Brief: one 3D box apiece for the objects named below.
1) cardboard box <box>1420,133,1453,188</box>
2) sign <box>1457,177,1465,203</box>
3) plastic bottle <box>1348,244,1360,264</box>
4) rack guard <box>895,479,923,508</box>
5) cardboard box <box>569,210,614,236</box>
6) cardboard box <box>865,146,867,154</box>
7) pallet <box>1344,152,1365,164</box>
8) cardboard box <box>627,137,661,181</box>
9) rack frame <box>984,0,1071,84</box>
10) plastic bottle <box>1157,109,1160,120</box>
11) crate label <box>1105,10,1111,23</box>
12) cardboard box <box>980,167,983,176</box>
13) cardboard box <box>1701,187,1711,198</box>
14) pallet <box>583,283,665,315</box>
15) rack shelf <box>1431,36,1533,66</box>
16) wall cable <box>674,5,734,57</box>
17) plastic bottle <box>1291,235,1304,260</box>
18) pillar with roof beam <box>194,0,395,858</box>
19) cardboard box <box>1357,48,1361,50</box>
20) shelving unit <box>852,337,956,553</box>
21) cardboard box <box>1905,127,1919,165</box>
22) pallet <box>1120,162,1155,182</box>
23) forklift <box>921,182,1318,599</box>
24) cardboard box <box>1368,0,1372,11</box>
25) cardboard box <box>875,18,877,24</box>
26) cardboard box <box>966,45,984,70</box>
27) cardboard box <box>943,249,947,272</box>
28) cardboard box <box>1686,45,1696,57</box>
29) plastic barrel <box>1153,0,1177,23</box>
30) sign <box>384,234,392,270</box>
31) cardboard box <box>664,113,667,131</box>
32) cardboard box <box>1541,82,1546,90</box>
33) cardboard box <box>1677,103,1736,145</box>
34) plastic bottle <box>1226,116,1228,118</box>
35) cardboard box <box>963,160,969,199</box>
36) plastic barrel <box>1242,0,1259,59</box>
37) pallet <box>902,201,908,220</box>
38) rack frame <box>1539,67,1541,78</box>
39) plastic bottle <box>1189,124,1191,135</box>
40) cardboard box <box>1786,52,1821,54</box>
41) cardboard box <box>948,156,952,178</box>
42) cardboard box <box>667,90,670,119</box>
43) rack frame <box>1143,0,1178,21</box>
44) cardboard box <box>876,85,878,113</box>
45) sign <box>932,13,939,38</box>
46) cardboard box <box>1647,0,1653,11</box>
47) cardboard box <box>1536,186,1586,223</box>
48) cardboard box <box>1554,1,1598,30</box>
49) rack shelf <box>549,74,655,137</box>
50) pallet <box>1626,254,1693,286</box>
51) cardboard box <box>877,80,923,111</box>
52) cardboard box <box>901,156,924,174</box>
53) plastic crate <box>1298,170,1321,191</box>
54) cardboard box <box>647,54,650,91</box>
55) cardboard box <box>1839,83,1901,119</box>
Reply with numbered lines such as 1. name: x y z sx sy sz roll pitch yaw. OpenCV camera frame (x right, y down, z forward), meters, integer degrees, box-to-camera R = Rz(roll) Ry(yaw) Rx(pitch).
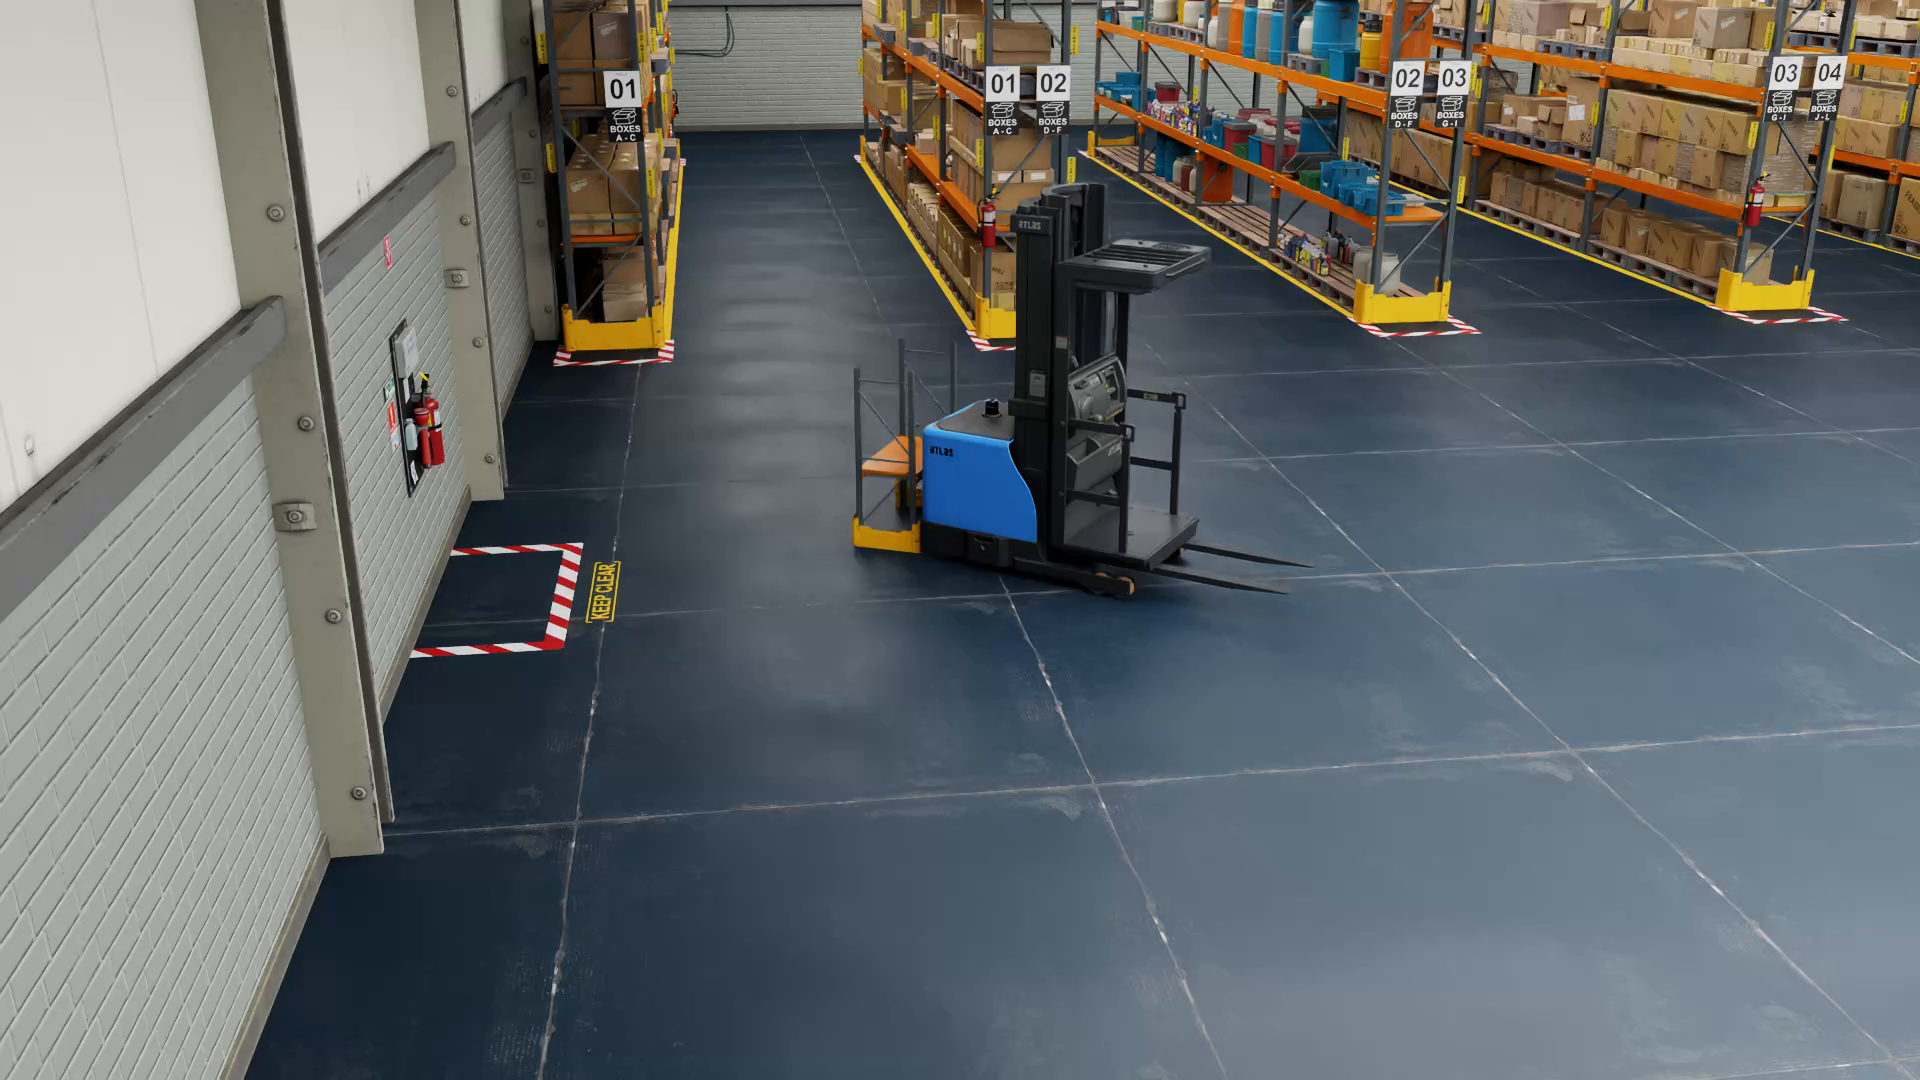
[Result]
1. cardboard box: 9.232 -6.973 30.534 1.225 0.875 0.875 -3 21 -8
2. sign: 6.229 -4.359 20.703 0.100 0.325 0.005 -3 21 -8
3. plastic bottle: 5.579 -4.075 23.602 0.152 0.276 0.135 -3 21 -7
4. rack guard: -0.274 -0.383 14.385 0.587 0.250 0.087 7 21 17
5. cardboard box: -4.379 -3.794 19.773 0.500 0.250 0.500 -3 21 -7
6. cardboard box: -1.769 -8.124 34.600 0.380 0.166 0.250 -3 21 -8
7. pallet: 8.644 -7.991 34.811 1.003 0.211 1.213 -3 21 -8
8. cardboard box: -4.245 -5.058 22.085 0.500 0.500 0.500 -3 21 -8
9. rack frame: 0.781 -6.764 18.966 1.000 3.000 0.127 -3 21 -8
10. plastic bottle: 3.700 -7.883 30.819 0.097 0.201 0.097 0 20 0
11. crate label: 3.190 -10.742 34.116 0.408 0.251 0.502 -3 21 -8
12. cardboard box: 0.462 -4.607 20.693 0.380 0.149 0.250 -3 21 -9
13. cardboard box: 10.196 -4.681 22.321 0.380 0.149 0.250 -3 21 -8
14. pallet: -4.386 -3.127 21.788 1.003 0.211 1.213 -3 21 -8
15. rack shelf: 9.143 -8.983 30.221 1.077 0.370 4.000 -3 21 -8
16. wall cable: -6.888 -12.575 38.960 3.097 2.526 0.112 -3 21 -8
17. plastic bottle: 4.840 -4.187 23.796 0.144 0.351 0.185 -4 21 -10
18. pillar with roof beam: 0.913 -2.774 8.283 9.100 9.000 0.400 -3 21 -8
19. cardboard box: 8.609 -10.257 35.609 0.500 0.500 0.500 -3 21 -7
20. shelving unit: -0.432 -0.804 13.724 0.587 1.500 1.083 7 21 17
21. cardboard box: 14.996 -5.996 25.268 0.875 0.550 0.550 -3 21 -8
22. pallet: 3.809 -7.304 32.970 1.003 0.211 1.213 -3 21 -8
23. forklift: 1.227 -1.139 12.578 3.031 2.935 1.130 11 23 27
24. cardboard box: 8.675 -10.945 33.561 0.700 0.500 0.500 -2 21 -5
25. cardboard box: -1.343 -9.772 31.521 0.500 0.250 0.500 -3 21 -8
26. cardboard box: 0.354 -5.937 20.451 0.500 0.250 0.500 -3 21 -8
27. cardboard box: 0.039 -3.898 23.196 0.500 0.250 0.500 -3 21 -8
28. cardboard box: 10.062 -6.603 22.464 0.380 0.149 0.250 -4 21 -11
29. plastic barrel: 3.782 -9.828 30.661 0.433 0.535 0.433 0 20 0
30. sign: -3.991 -2.045 11.591 0.001 0.298 0.199 -3 21 -8
31. cardboard box: -5.156 -7.031 27.658 0.500 0.500 0.500 -2 21 -6
32. cardboard box: 12.923 -9.961 36.458 0.380 0.149 0.250 -3 21 -8
33. cardboard box: 10.114 -5.631 22.509 0.500 0.500 0.500 -3 21 -8
34. plastic bottle: 4.671 -7.277 29.096 0.097 0.271 0.097 0 20 0
35. cardboard box: 0.426 -4.876 22.342 0.700 0.500 0.500 -3 21 -7
36. plastic barrel: 4.630 -7.846 25.431 0.600 0.901 0.708 -3 21 -8
37. pallet: -0.442 -5.678 28.617 1.003 0.211 1.213 -3 21 -8
38. rack frame: 13.201 -10.207 36.758 1.000 3.000 0.127 -3 21 -8
39. plastic bottle: 4.018 -7.119 28.773 0.097 0.201 0.097 0 20 0
40. cardboard box: 10.832 -6.176 21.322 0.380 0.149 0.250 -2 21 -7
41. cardboard box: 0.091 -5.437 24.201 0.500 0.250 0.500 -2 21 -4
42. cardboard box: -5.912 -8.187 30.920 0.980 0.700 0.700 -3 21 -7
43. rack frame: 3.954 -11.168 30.756 1.000 3.000 0.127 -3 21 -8
44. cardboard box: -1.350 -8.494 32.029 0.500 0.500 0.500 -2 21 -6
45. sign: -0.331 -7.103 22.971 0.100 0.325 0.005 -3 21 -8
46. cardboard box: 13.724 -10.334 32.068 0.700 0.500 0.500 -3 21 -8
47. cardboard box: 9.810 -5.446 26.954 0.700 0.500 0.500 -5 21 -12
48. cardboard box: 9.889 -8.407 26.793 0.500 0.500 0.500 -3 21 -7
49. rack shelf: -4.408 -5.464 20.798 1.077 0.370 4.000 -3 21 -8
50. pallet: 10.319 -3.877 23.795 1.003 0.211 1.213 -3 21 -8
51. cardboard box: -1.101 -8.177 30.580 0.700 0.500 0.500 -10 23 -26
52. cardboard box: -0.751 -6.442 28.548 0.500 0.250 0.500 -2 21 -6
53. plastic crate: 5.023 -5.004 23.130 0.450 0.188 0.662 -3 21 -8
54. cardboard box: -4.042 -5.660 20.125 0.500 0.500 0.500 -2 21 -5
55. cardboard box: 14.705 -7.092 26.846 0.700 0.500 0.500 -3 21 -7
